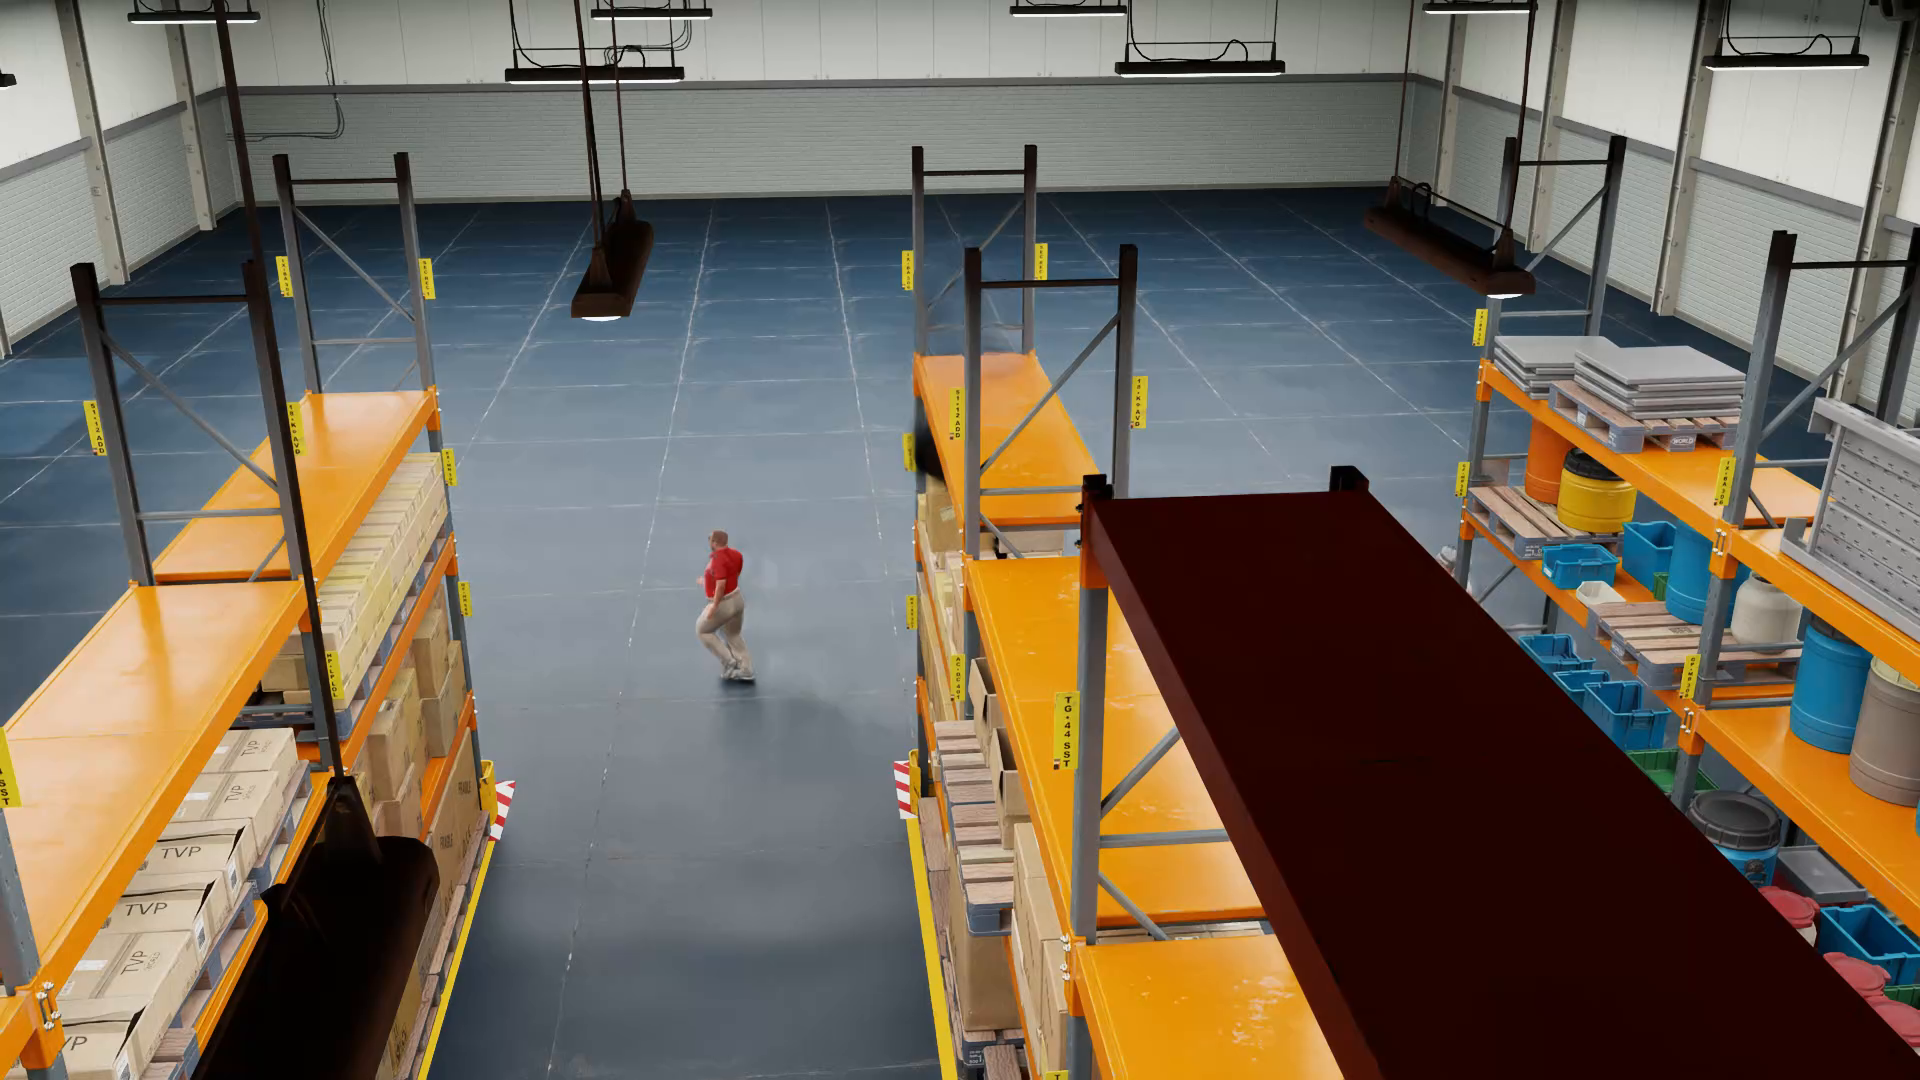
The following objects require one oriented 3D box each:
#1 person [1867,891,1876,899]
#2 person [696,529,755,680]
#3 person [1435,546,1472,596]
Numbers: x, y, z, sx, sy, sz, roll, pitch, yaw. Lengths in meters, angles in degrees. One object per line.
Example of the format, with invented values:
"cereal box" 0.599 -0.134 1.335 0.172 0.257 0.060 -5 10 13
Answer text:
"person" 7.746 2.254 13.465 0.706 1.798 1.009 -10 24 -24
"person" -2.537 0.679 17.612 0.730 1.683 0.641 12 25 28
"person" 4.934 0.867 17.131 0.598 1.711 0.621 12 25 28
